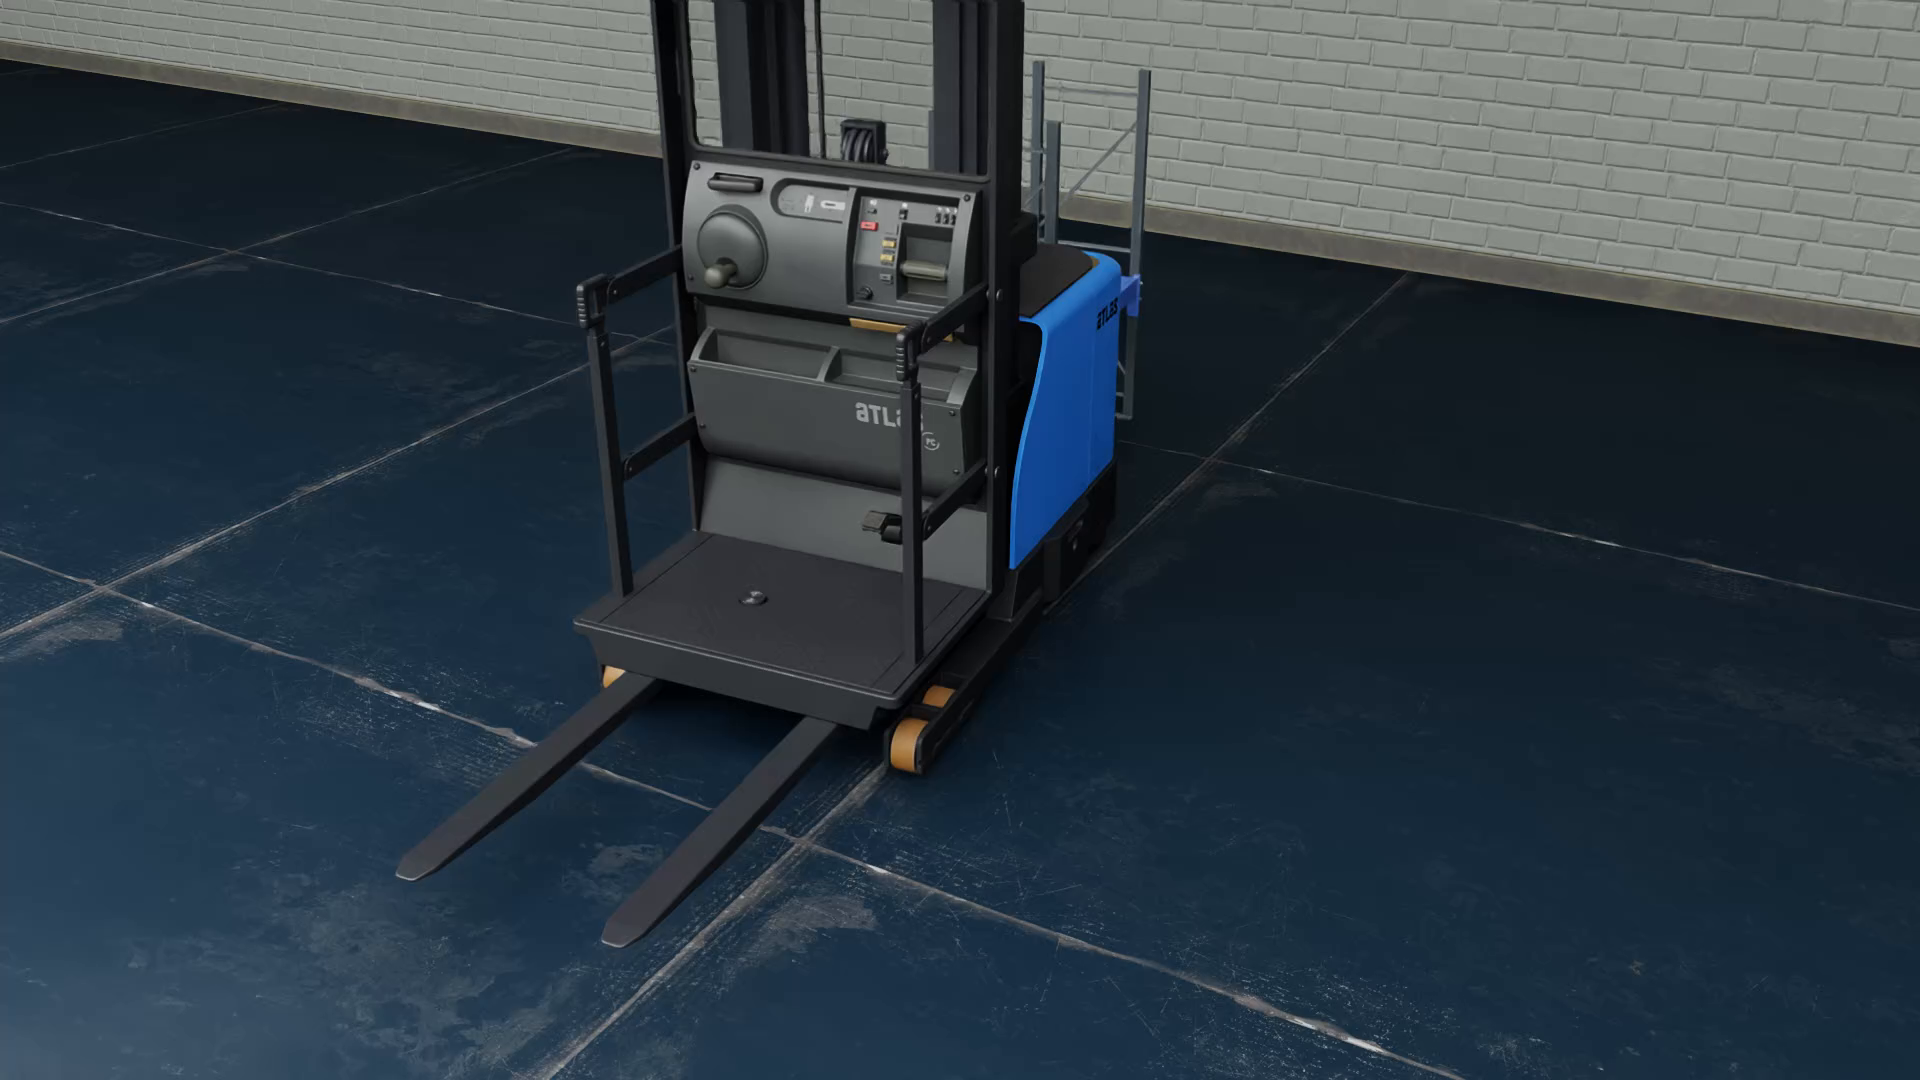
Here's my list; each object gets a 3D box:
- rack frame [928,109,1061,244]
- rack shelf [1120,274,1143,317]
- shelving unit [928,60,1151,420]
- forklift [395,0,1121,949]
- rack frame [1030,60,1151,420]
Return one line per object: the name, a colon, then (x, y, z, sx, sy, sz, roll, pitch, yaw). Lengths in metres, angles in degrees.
rack frame: (0.120, -0.835, 6.243, 0.500, 1.500, 0.032, 11, 29, 21)
rack shelf: (0.326, -0.882, 6.739, 0.538, 0.185, 1.000, 11, 29, 21)
shelving unit: (0.326, -1.043, 6.658, 0.538, 1.500, 1.048, 11, 29, 21)
forklift: (-0.477, -0.844, 4.661, 1.130, 2.935, 3.031, 11, 29, 21)
rack frame: (0.532, -1.251, 7.074, 0.500, 1.500, 0.032, 11, 29, 21)
